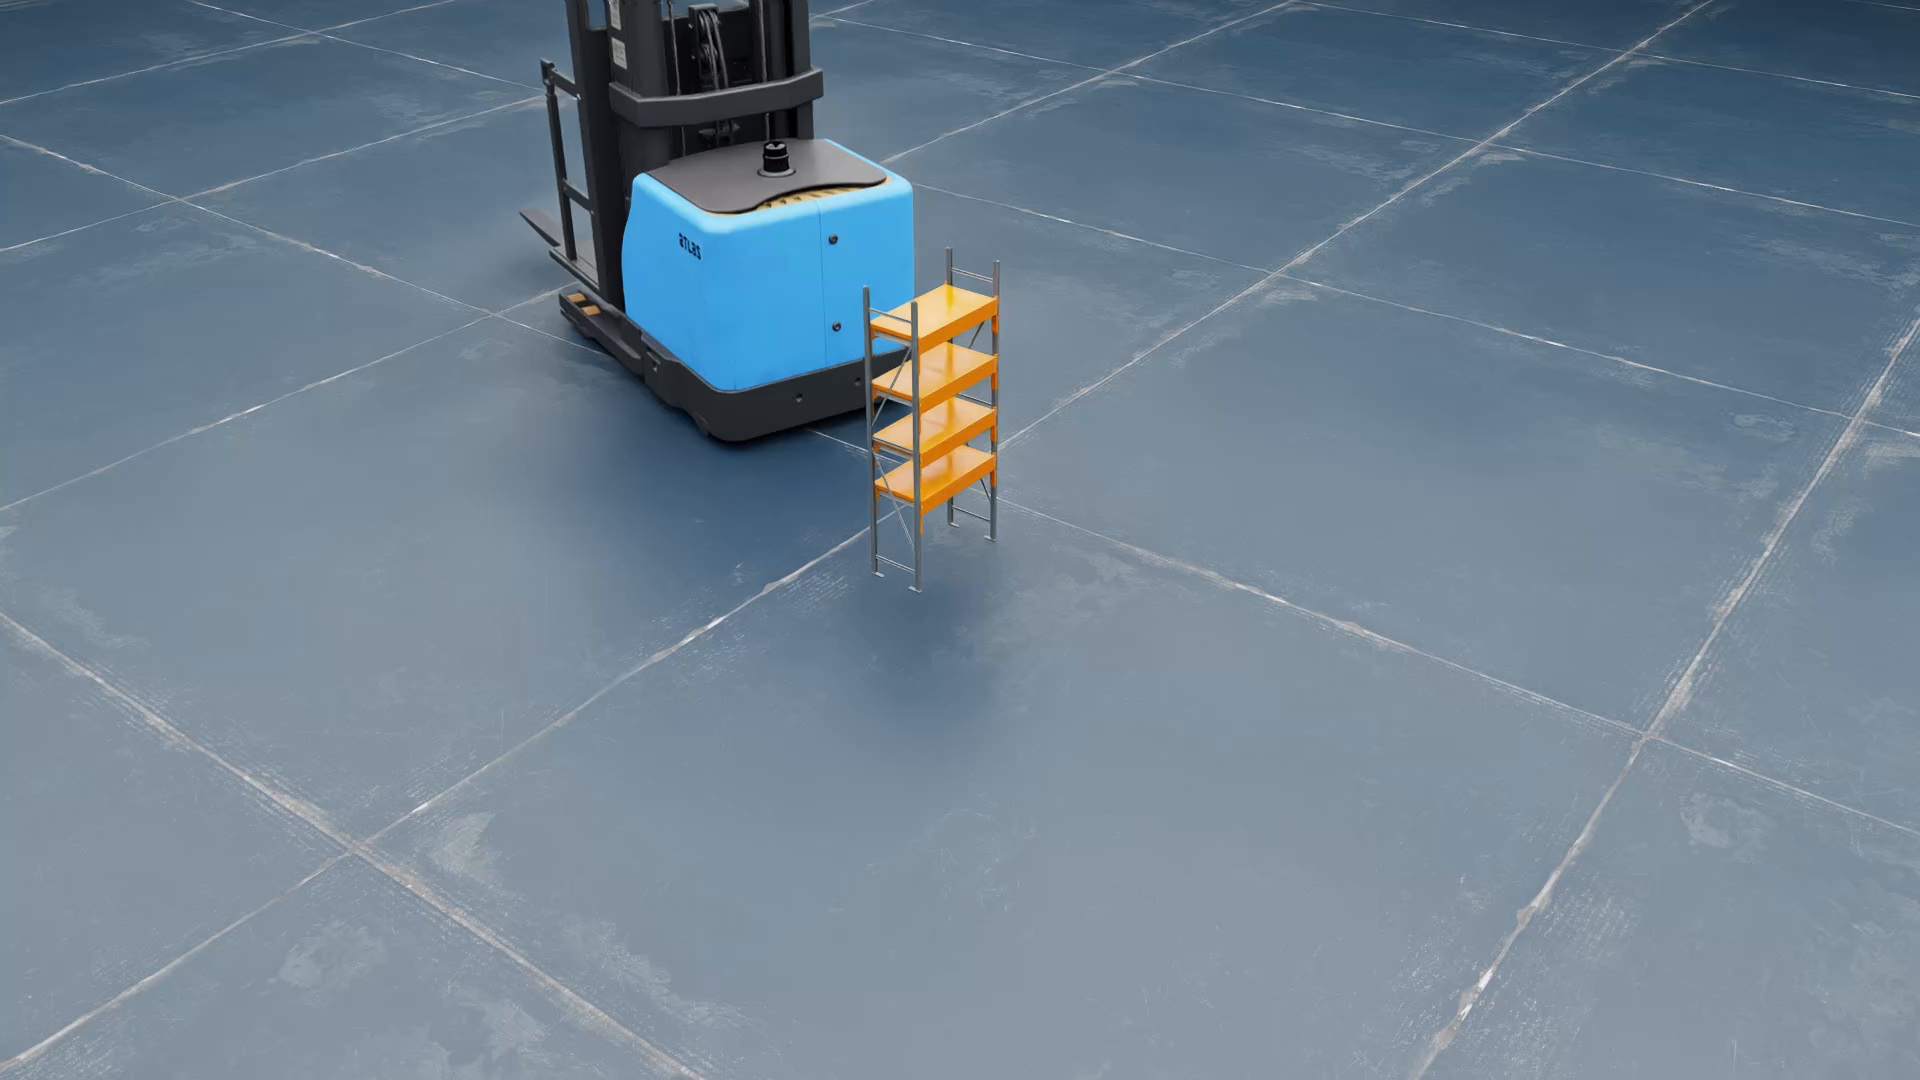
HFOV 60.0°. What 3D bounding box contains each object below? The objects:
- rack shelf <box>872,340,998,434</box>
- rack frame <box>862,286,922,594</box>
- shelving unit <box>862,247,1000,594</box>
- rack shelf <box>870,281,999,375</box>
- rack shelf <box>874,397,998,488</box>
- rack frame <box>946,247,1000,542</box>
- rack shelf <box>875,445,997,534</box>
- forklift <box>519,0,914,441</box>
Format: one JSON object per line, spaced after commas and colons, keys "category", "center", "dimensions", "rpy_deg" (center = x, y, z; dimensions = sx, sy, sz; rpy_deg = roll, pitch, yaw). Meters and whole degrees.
{"category": "rack shelf", "center": [-0.100, -0.583, 6.251], "dimensions": [0.258, 0.148, 0.480], "rpy_deg": [21, 37, 31]}
{"category": "rack frame", "center": [-0.247, -0.350, 6.163], "dimensions": [0.240, 1.200, 0.015], "rpy_deg": [21, 37, 31]}
{"category": "shelving unit", "center": [-0.100, -0.449, 6.331], "dimensions": [0.258, 1.200, 0.503], "rpy_deg": [21, 37, 31]}
{"category": "rack shelf", "center": [-0.100, -0.787, 6.130], "dimensions": [0.258, 0.148, 0.480], "rpy_deg": [21, 37, 31]}
{"category": "rack shelf", "center": [-0.100, -0.391, 6.365], "dimensions": [0.258, 0.148, 0.480], "rpy_deg": [21, 37, 31]}
{"category": "rack frame", "center": [0.047, -0.548, 6.498], "dimensions": [0.240, 1.200, 0.015], "rpy_deg": [21, 37, 31]}
{"category": "rack shelf", "center": [-0.100, -0.220, 6.466], "dimensions": [0.258, 0.148, 0.480], "rpy_deg": [21, 37, 31]}
{"category": "forklift", "center": [-1.415, -2.406, 7.936], "dimensions": [1.130, 2.935, 3.031], "rpy_deg": [-18, 35, -28]}
